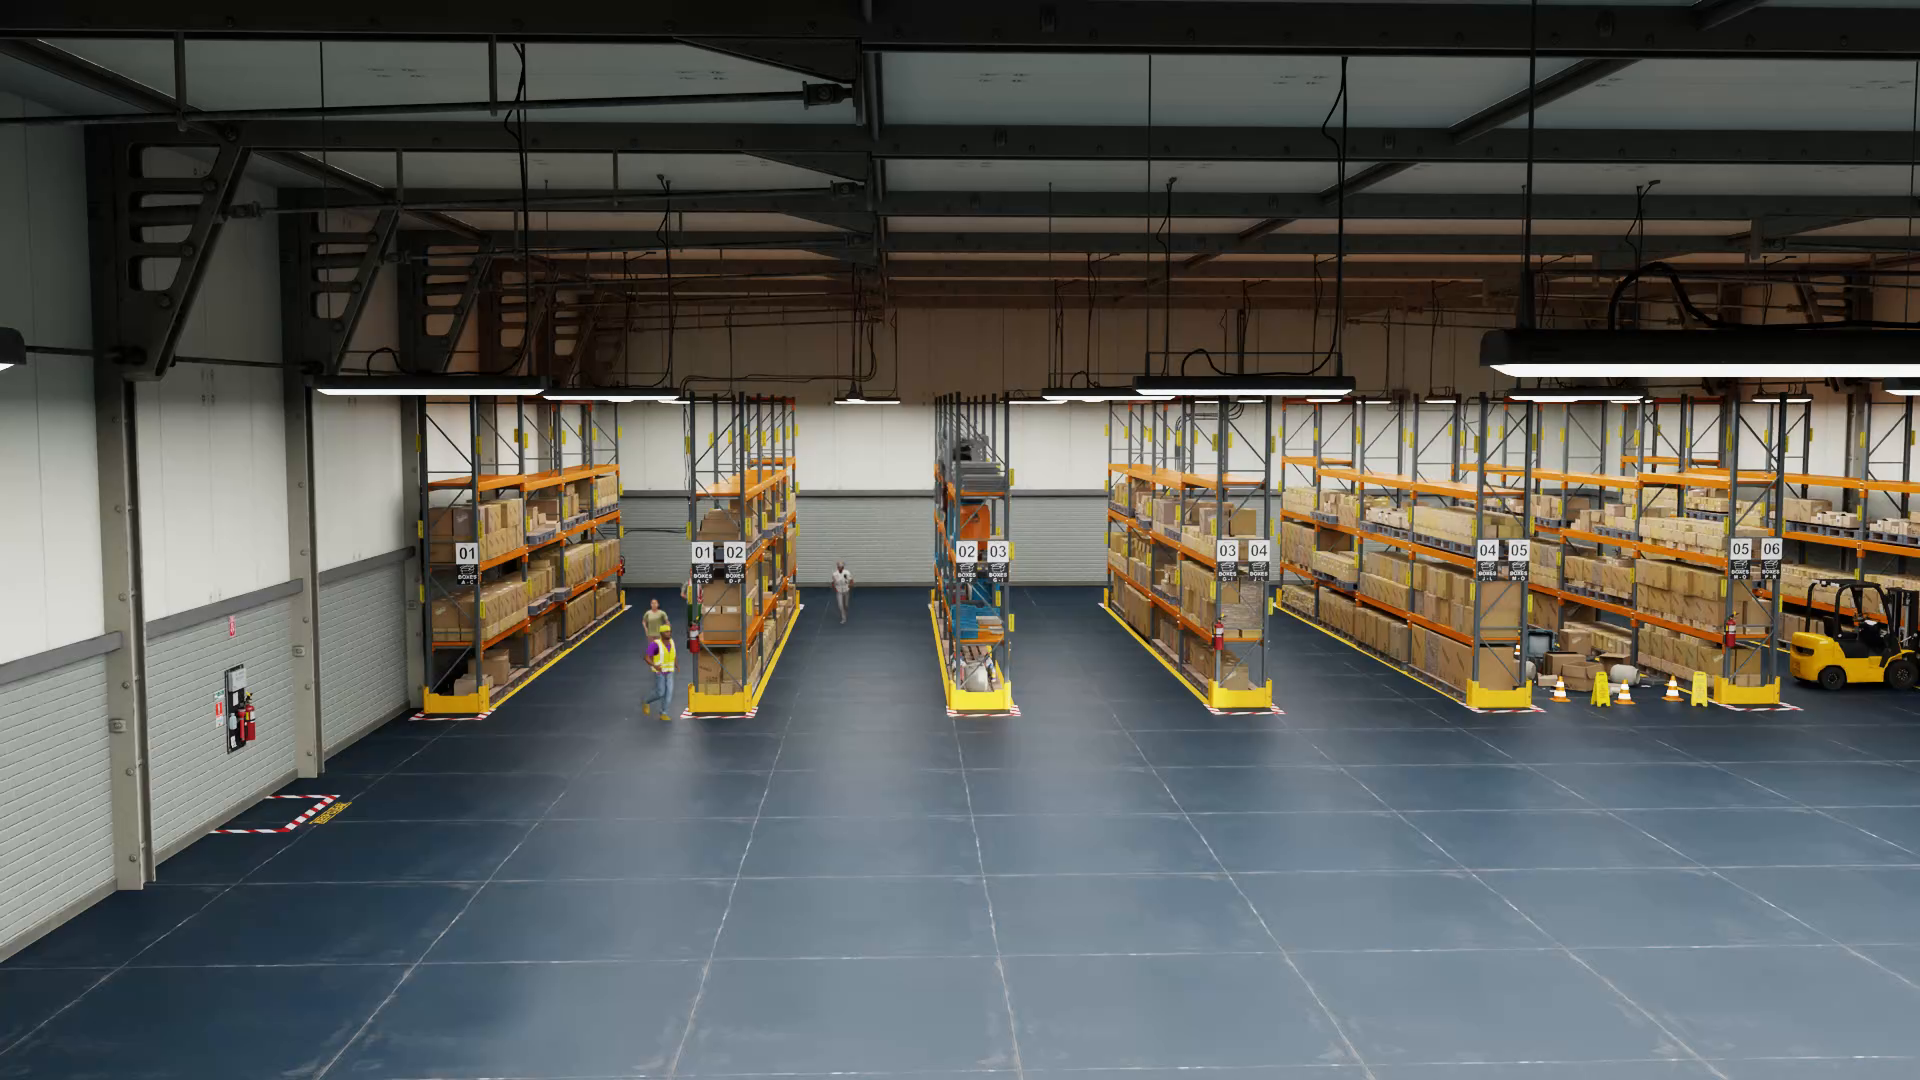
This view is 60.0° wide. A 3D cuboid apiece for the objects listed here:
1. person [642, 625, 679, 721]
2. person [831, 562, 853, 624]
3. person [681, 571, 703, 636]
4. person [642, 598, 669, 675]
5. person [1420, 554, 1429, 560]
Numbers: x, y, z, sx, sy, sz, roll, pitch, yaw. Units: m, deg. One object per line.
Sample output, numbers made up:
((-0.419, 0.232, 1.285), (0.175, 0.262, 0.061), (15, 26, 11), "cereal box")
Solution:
((-5.467, 2.416, 30.567), (0.764, 1.737, 0.743), (4, 6, 41), "person")
((-3.148, 1.391, 44.193), (0.562, 1.671, 0.746), (0, 5, -4), "person")
((-6.459, 1.592, 40.532), (0.667, 1.786, 0.956), (0, 5, -5), "person")
((-6.545, 2.058, 35.734), (0.581, 1.633, 0.599), (0, 5, 0), "person")
((12.404, 1.290, 44.403), (0.634, 1.829, 0.752), (-2, 5, -22), "person")
